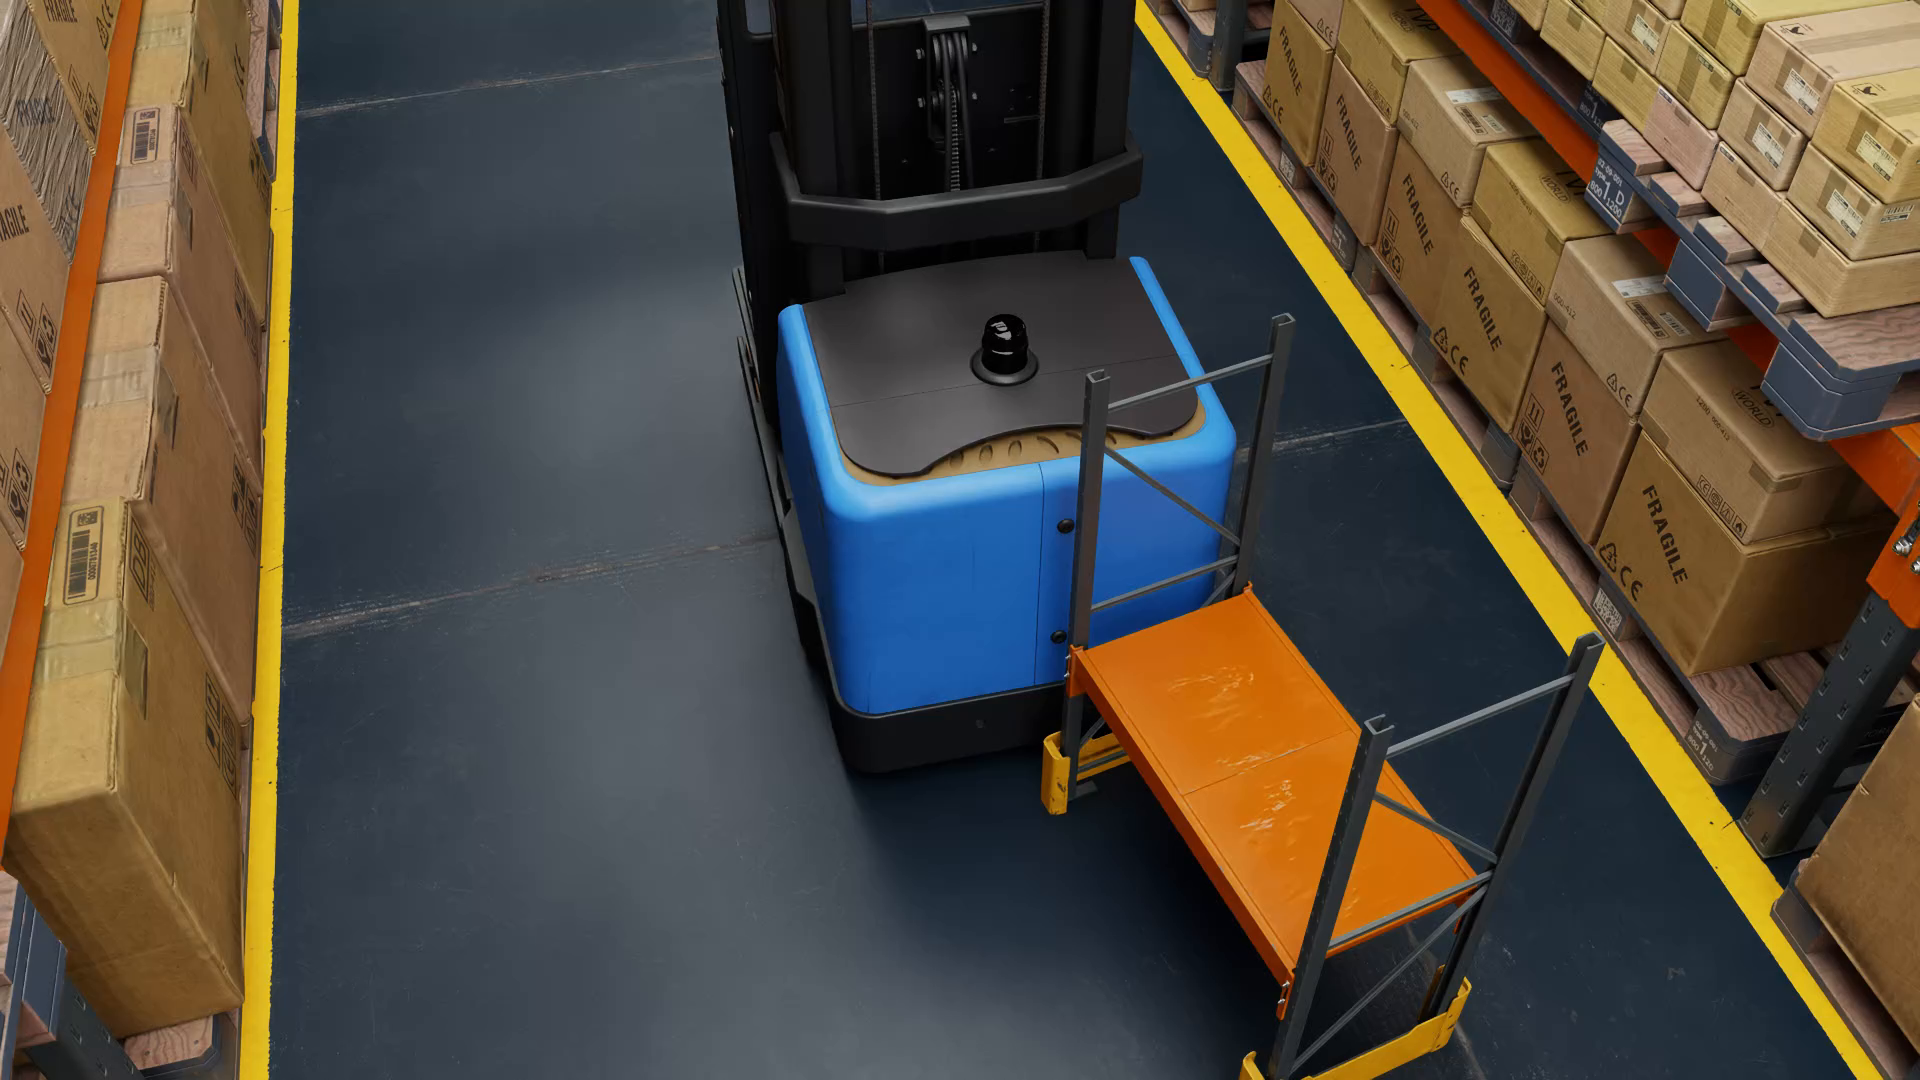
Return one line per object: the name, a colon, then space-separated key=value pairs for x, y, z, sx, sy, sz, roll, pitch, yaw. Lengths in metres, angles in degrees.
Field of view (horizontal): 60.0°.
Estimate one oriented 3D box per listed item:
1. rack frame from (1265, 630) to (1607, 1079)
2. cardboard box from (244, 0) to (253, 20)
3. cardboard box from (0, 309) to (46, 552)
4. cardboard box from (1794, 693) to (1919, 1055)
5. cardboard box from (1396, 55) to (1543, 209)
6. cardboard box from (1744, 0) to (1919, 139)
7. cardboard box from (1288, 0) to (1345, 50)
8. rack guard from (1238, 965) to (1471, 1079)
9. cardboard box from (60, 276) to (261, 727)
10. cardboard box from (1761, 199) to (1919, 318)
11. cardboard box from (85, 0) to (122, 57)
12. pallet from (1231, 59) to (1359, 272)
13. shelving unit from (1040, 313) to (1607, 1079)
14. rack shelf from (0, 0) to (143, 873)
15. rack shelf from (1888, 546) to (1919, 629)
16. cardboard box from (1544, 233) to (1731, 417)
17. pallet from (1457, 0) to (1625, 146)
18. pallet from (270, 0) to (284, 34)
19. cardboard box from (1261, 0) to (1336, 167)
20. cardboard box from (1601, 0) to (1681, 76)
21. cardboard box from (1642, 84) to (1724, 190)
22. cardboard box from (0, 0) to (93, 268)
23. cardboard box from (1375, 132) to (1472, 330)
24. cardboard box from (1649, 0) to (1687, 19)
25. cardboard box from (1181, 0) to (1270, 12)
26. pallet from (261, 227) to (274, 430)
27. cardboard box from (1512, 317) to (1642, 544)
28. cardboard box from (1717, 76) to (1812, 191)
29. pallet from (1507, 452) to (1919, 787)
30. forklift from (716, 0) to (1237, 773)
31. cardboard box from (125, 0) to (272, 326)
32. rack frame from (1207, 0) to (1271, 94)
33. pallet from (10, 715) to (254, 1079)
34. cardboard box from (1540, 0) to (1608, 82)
rack frame: x=0.924 y=0.771 z=3.444 sx=0.500 sy=1.500 sz=0.032 roll=-18 pitch=48 yaw=-17
cardboard box: x=-3.571 y=-2.751 z=7.039 sx=0.875 sy=0.875 sz=0.875 roll=-11 pitch=47 yaw=-10
cardboard box: x=-2.221 y=-0.270 z=3.344 sx=0.500 sy=0.500 sz=0.500 roll=-12 pitch=47 yaw=-11
cardboard box: x=2.665 y=0.746 z=3.700 sx=1.050 sy=0.750 sz=0.750 roll=-11 pitch=47 yaw=-11
cardboard box: x=1.770 y=-1.349 z=5.403 sx=0.500 sy=0.250 sz=0.500 roll=-9 pitch=46 yaw=-9
cardboard box: x=1.965 y=-1.027 z=3.621 sx=0.380 sy=0.149 sz=0.250 roll=-11 pitch=47 yaw=-11
cardboard box: x=1.505 y=-2.069 z=6.108 sx=0.500 sy=0.250 sz=0.500 roll=-13 pitch=47 yaw=-12
rack guard: x=0.916 y=1.196 z=3.903 sx=0.587 sy=0.250 sz=0.087 roll=-18 pitch=48 yaw=-17
cardboard box: x=-2.602 y=0.005 z=4.338 sx=1.225 sy=0.875 sz=0.875 roll=-11 pitch=47 yaw=-10
cardboard box: x=2.025 y=-0.647 z=3.666 sx=0.380 sy=0.149 sz=0.250 roll=-10 pitch=46 yaw=-10
cardboard box: x=-2.745 y=-1.675 z=4.721 sx=0.500 sy=0.500 sz=0.500 roll=-9 pitch=46 yaw=-9
pallet: x=1.772 y=-1.580 z=6.650 sx=1.003 sy=0.211 sz=1.213 roll=-11 pitch=47 yaw=-10
shelving unit: x=0.707 y=0.436 z=3.773 sx=0.587 sy=1.500 sz=1.083 roll=-18 pitch=48 yaw=-17
rack shelf: x=-2.737 y=-0.623 z=4.264 sx=1.077 sy=0.370 sz=4.000 roll=-11 pitch=47 yaw=-10
rack shelf: x=3.108 y=1.301 z=2.378 sx=1.077 sy=0.370 sz=4.000 roll=-11 pitch=47 yaw=-10
cardboard box: x=2.027 y=-0.637 z=4.705 sx=0.500 sy=0.250 sz=0.500 roll=-10 pitch=46 yaw=-10
pallet: x=2.049 y=-1.623 z=4.875 sx=1.003 sy=0.211 sz=1.213 roll=-11 pitch=47 yaw=-10
pallet: x=-3.684 y=-2.663 z=7.712 sx=1.003 sy=0.211 sz=1.213 roll=-11 pitch=47 yaw=-10
cardboard box: x=1.504 y=-1.806 z=6.376 sx=0.500 sy=0.500 sz=0.500 roll=-9 pitch=46 yaw=-9
cardboard box: x=1.826 y=-1.290 z=4.088 sx=0.380 sy=0.149 sz=0.250 roll=-11 pitch=47 yaw=-10
cardboard box: x=1.897 y=-0.996 z=4.008 sx=0.380 sy=0.149 sz=0.250 roll=-10 pitch=46 yaw=-10
cardboard box: x=-2.481 y=-0.969 z=4.029 sx=0.500 sy=0.500 sz=0.500 roll=-11 pitch=47 yaw=-10
cardboard box: x=1.789 y=-1.082 z=5.666 sx=0.500 sy=0.500 sz=0.500 roll=-10 pitch=46 yaw=-10
cardboard box: x=1.826 y=-1.391 z=3.979 sx=0.380 sy=0.149 sz=0.250 roll=-9 pitch=46 yaw=-9
cardboard box: x=1.142 y=-2.450 z=7.253 sx=0.380 sy=0.149 sz=0.250 roll=-10 pitch=46 yaw=-10
pallet: x=-2.979 y=-0.761 z=5.848 sx=1.003 sy=0.211 sz=1.213 roll=-11 pitch=47 yaw=-10
cardboard box: x=2.045 y=-0.369 z=4.968 sx=0.500 sy=0.500 sz=0.500 roll=-9 pitch=46 yaw=-9
cardboard box: x=1.959 y=-0.936 z=3.741 sx=0.380 sy=0.149 sz=0.250 roll=-9 pitch=46 yaw=-9
pallet: x=2.397 y=0.105 z=4.999 sx=1.003 sy=0.211 sz=1.213 roll=-11 pitch=47 yaw=-10
forklift: x=-0.143 y=-1.464 z=4.633 sx=1.130 sy=2.935 sz=3.031 roll=-9 pitch=46 yaw=-9
cardboard box: x=-3.066 y=-1.221 z=5.540 sx=1.225 sy=0.875 sz=0.875 roll=-11 pitch=47 yaw=-10
rack frame: x=1.572 y=-3.093 z=6.181 sx=1.000 sy=3.000 sz=0.127 roll=-11 pitch=47 yaw=-10
pallet: x=-2.354 y=0.924 z=4.197 sx=1.003 sy=0.211 sz=1.213 roll=-11 pitch=47 yaw=-10
cardboard box: x=1.766 y=-1.354 z=4.359 sx=0.380 sy=0.149 sz=0.250 roll=-13 pitch=47 yaw=-12
